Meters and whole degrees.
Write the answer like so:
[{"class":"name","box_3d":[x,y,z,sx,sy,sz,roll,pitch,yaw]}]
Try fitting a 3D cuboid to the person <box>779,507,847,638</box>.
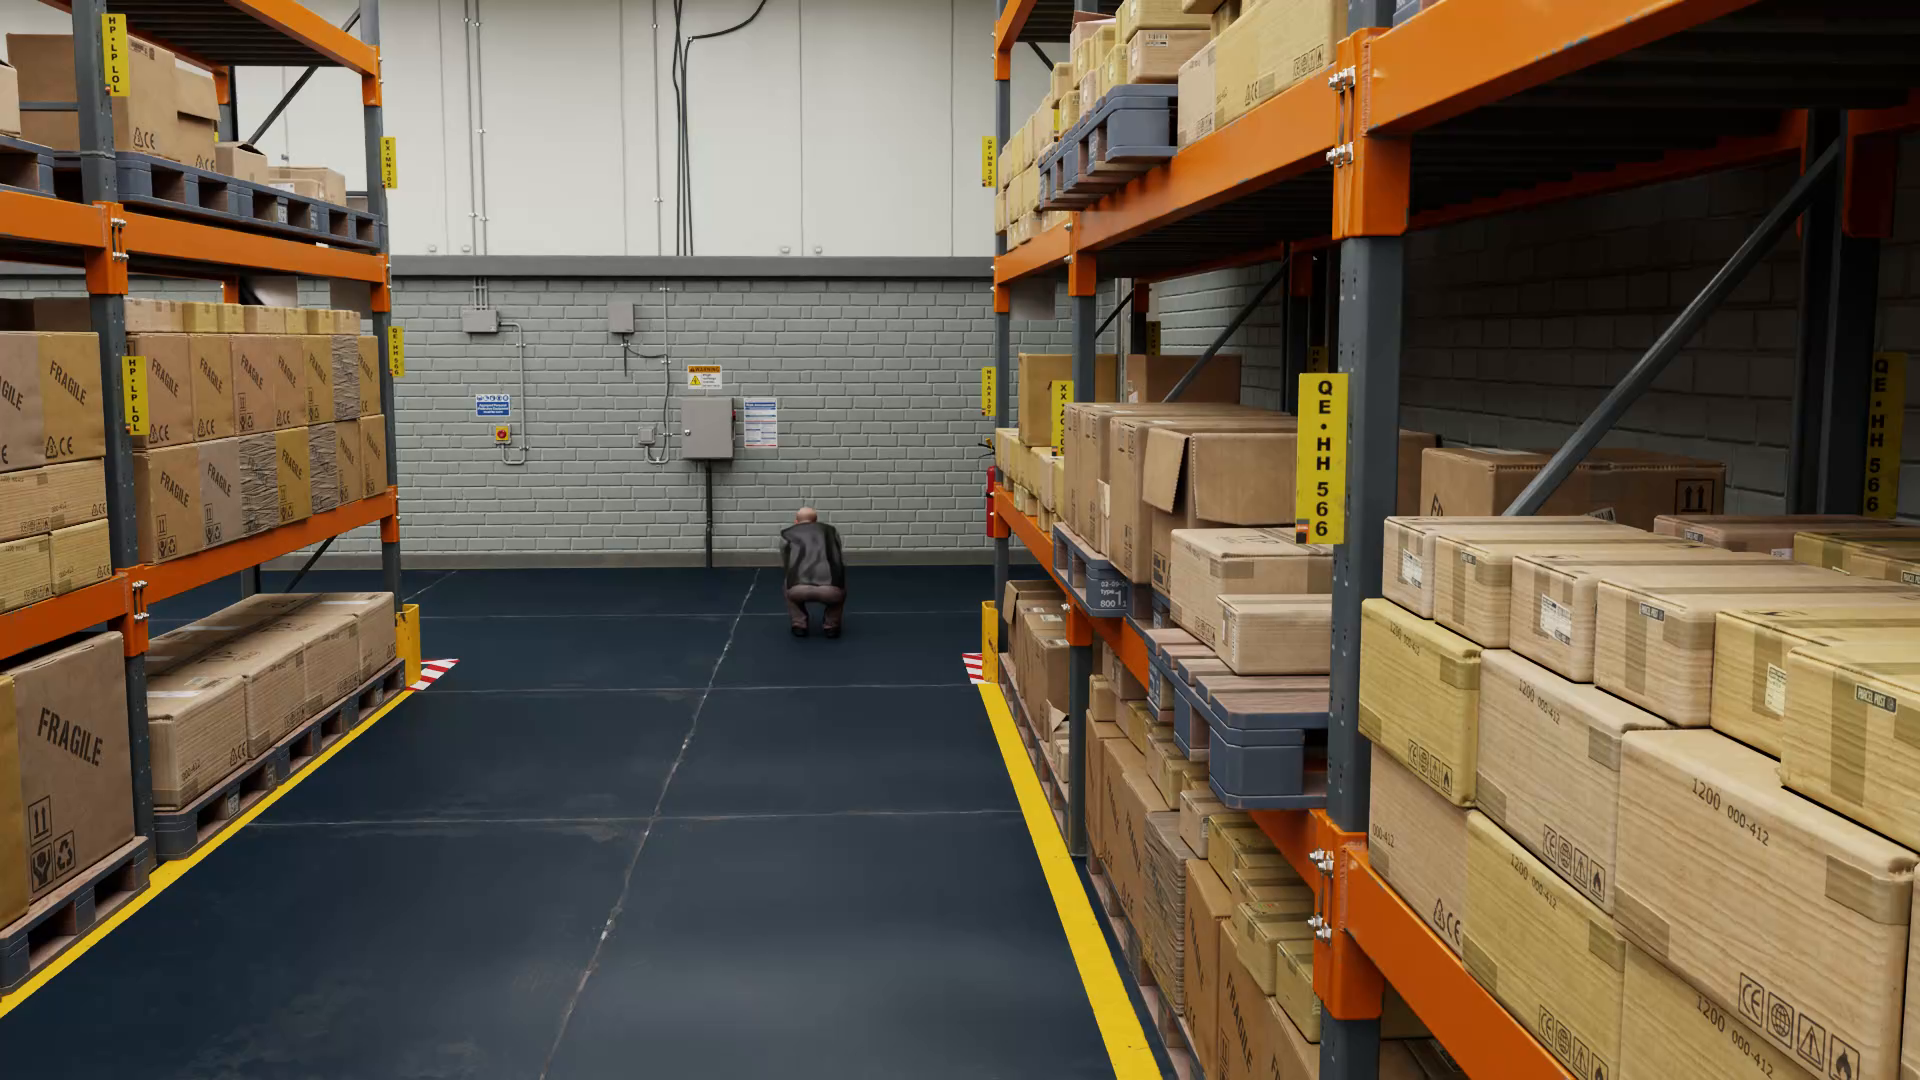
[{"class":"person","box_3d":[-1.150,0.252,13.012,0.524,0.960,0.876,-1,7,-4]}]
